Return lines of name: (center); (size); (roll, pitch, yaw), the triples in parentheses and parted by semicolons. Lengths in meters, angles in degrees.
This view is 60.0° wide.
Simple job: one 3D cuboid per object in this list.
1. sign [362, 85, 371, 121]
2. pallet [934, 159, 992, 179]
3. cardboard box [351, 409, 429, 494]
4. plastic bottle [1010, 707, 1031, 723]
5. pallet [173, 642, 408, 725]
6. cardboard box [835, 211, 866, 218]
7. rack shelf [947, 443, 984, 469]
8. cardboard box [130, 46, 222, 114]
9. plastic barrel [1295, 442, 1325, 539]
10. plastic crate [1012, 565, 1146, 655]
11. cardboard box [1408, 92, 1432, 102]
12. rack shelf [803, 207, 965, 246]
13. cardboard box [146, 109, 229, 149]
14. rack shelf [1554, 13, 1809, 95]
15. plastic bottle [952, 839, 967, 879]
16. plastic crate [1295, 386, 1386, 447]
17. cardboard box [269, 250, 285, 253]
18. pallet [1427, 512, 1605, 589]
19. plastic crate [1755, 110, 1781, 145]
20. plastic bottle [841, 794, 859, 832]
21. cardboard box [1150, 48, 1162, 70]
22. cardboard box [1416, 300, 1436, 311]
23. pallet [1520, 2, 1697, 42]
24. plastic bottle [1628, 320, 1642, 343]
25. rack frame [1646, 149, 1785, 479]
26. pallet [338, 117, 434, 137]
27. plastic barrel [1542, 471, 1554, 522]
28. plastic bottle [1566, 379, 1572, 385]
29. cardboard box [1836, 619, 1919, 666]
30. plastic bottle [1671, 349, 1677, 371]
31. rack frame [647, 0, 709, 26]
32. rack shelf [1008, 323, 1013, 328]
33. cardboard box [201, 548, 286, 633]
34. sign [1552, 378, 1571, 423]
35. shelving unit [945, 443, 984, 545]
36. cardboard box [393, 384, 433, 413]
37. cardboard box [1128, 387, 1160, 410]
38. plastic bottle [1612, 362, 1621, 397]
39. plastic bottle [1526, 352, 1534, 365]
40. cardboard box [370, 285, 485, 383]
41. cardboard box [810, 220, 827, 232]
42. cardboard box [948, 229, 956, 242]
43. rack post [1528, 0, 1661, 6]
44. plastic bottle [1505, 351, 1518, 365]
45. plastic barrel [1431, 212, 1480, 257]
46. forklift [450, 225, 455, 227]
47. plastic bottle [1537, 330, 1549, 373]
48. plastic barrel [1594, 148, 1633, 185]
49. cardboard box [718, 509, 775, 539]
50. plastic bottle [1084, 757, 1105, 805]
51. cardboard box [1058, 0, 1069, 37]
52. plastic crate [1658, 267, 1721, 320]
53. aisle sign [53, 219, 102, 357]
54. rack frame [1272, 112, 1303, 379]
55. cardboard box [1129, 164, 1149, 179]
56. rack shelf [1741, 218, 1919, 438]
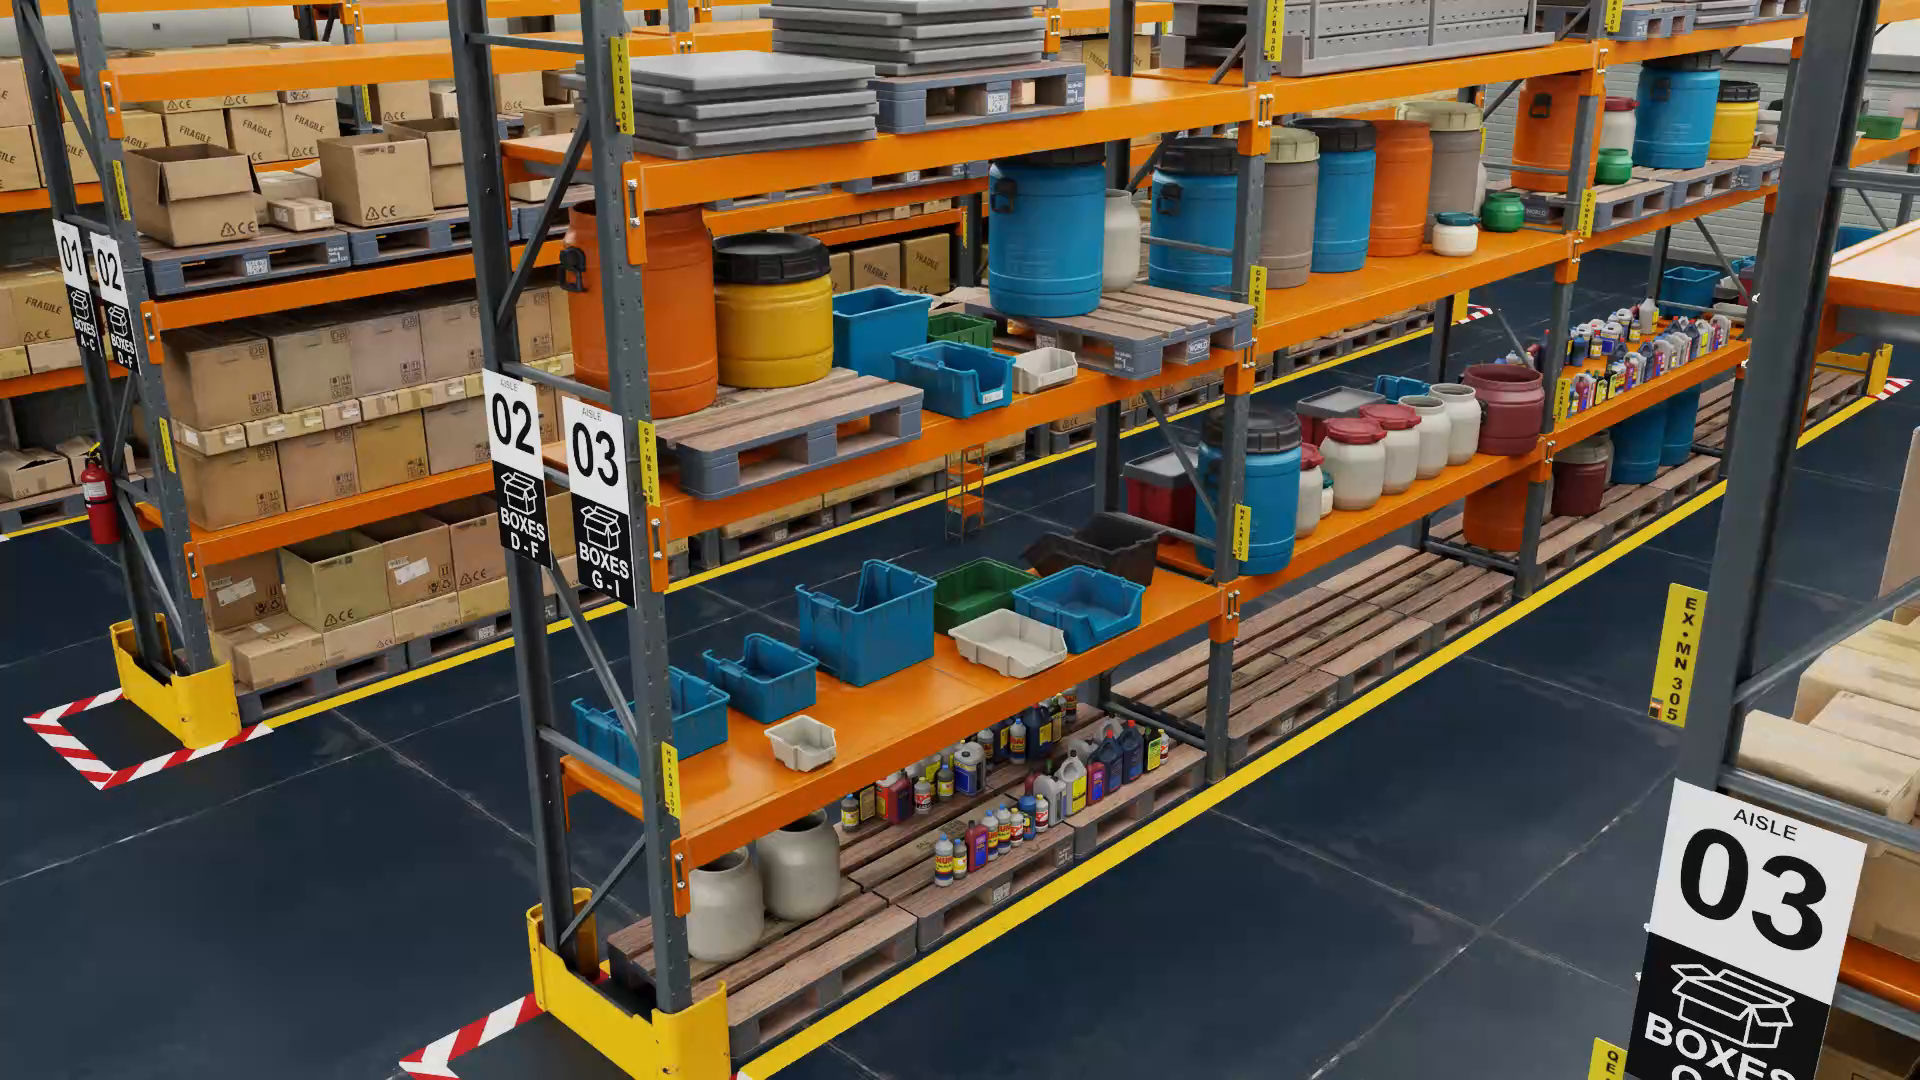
sign: (-5.486, -4.039, 15.363); (0.100, 0.325, 0.005); (19, 28, 41)
pallet: (0.053, -3.436, 14.778); (1.003, 0.211, 1.213); (-19, 28, -40)
cardboard box: (-4.070, -0.691, 11.413); (0.700, 0.500, 0.500); (19, 28, 41)
plastic bottle: (0.358, 1.082, 10.018); (0.185, 0.351, 0.144); (-19, 28, -41)
pallet: (-4.615, 0.830, 11.483); (1.003, 0.211, 1.213); (19, 28, 41)
cardboard box: (-1.490, -4.211, 20.130); (0.500, 0.500, 0.500); (-19, 28, -41)
rack shelf: (0.037, -0.759, 13.686); (0.215, 0.259, 0.240); (19, 28, 41)
cardboard box: (-6.767, -3.978, 14.362); (0.500, 0.500, 0.500); (18, 27, 39)
plastic barrel: (2.043, -0.307, 10.364); (0.433, 0.535, 0.433); (0, 21, 0)
plastic crate: (0.641, 0.370, 9.001); (0.499, 0.251, 0.616); (19, 28, 41)
cardboard box: (5.178, -5.252, 19.448); (0.500, 0.250, 0.500); (19, 28, 41)
rack shelf: (-1.694, -3.738, 20.484); (1.077, 0.370, 4.000); (19, 28, 41)
cardboard box: (-6.776, -3.518, 14.559); (0.500, 0.500, 0.500); (18, 27, 39)
rack shelf: (5.404, -3.872, 13.029); (1.077, 0.370, 4.000); (19, 28, 41)
plastic bottle: (-0.012, 1.662, 8.718); (0.097, 0.201, 0.097); (0, 21, 0)
plastic crate: (2.662, -0.772, 11.674); (0.402, 0.464, 0.583); (19, 28, 41)
cardboard box: (-6.332, -2.493, 15.376); (0.500, 0.500, 0.500); (19, 28, 40)
pallet: (4.529, 0.008, 13.621); (1.003, 0.211, 1.213); (19, 28, 41)
plastic crate: (7.822, -3.989, 16.119); (0.437, 0.282, 0.530); (19, 28, 41)
plastic bottle: (-0.605, 1.495, 9.153); (0.097, 0.201, 0.097); (0, 21, 0)
cardboard box: (1.920, -4.584, 16.638); (0.600, 0.600, 0.600); (18, 27, 39)
cardboard box: (5.840, -3.215, 20.990); (0.500, 0.500, 0.500); (19, 28, 41)
pallet: (4.534, -3.784, 12.058); (1.213, 0.211, 1.003); (19, 28, 41)
plastic bottle: (6.050, -1.872, 14.902); (0.097, 0.201, 0.097); (0, 21, 0)
rack frame: (6.799, -2.109, 15.242); (1.000, 3.000, 0.127); (19, 28, 41)
pallet: (-5.373, -3.976, 16.182); (1.213, 0.211, 1.003); (19, 28, 41)
plastic barrel: (4.668, -0.413, 13.712); (0.421, 0.512, 0.421); (0, 21, 0)
plastic bottle: (4.763, -1.163, 13.059); (0.097, 0.201, 0.097); (0, 21, 0)
cardboard box: (2.483, 0.344, 4.333); (0.380, 0.149, 0.250); (19, 28, 41)
plastic bottle: (5.994, -1.539, 14.036); (0.097, 0.201, 0.097); (0, 21, 0)
rack frame: (-3.089, -6.360, 17.941); (1.000, 3.000, 0.127); (19, 28, 41)
rack shelf: (-0.933, -1.471, 14.586); (1.077, 0.370, 4.000); (19, 28, 41)
cardboard box: (-4.957, 0.260, 11.280); (0.500, 0.500, 0.500); (19, 28, 41)
sign: (4.408, -1.021, 12.184); (0.100, 0.325, 0.005); (19, 28, 41)
shelving unit: (0.037, -0.504, 13.784); (0.215, 1.050, 0.252); (19, 28, 41)
cardboard box: (-3.793, -0.993, 11.295); (0.380, 0.149, 0.250); (19, 28, 40)
cardboard box: (1.699, -1.669, 16.968); (0.500, 0.500, 0.500); (19, 28, 40)
plastic bottle: (5.220, -1.286, 13.281); (0.097, 0.271, 0.097); (0, 21, 0)
plastic bottle: (4.715, -1.458, 13.826); (0.097, 0.201, 0.097); (0, 21, 0)
cardboard box: (-3.683, -1.443, 11.561); (0.700, 0.500, 0.500); (19, 28, 41)
cardboard box: (-1.816, -3.816, 20.007); (0.250, 0.149, 0.380); (-20, 28, -41)
cardboard box: (0.053, -4.099, 22.415); (0.380, 0.149, 0.250); (19, 28, 40)
rack post: (4.485, -4.042, 12.015); (0.954, 0.300, 0.937); (19, 28, 41)
plastic bottle: (4.512, -1.416, 13.618); (0.097, 0.271, 0.097); (0, 21, 0)
plastic barrel: (3.289, -2.031, 11.051); (0.301, 0.262, 0.301); (0, 21, 0)
forklift: (-3.652, -1.965, 14.963); (1.130, 2.935, 3.031); (14, 25, 32)
plastic bottle: (4.924, -1.593, 13.967); (0.144, 0.351, 0.185); (19, 28, 41)
plastic barrel: (4.913, -2.819, 12.540); (0.294, 0.245, 0.294); (0, 21, 0)
cardboard box: (-1.869, -0.247, 13.646); (0.500, 0.250, 0.500); (18, 28, 39)
plastic bottle: (0.758, 1.350, 9.417); (0.133, 0.283, 0.061); (-18, 27, -39)
cardboard box: (1.094, -6.886, 21.930); (0.500, 0.500, 0.500); (19, 28, 41)
plastic crate: (6.881, -2.335, 15.768); (0.392, 0.384, 0.575); (19, 28, 41)
aisle sign: (-5.375, -1.535, 10.125); (0.394, 0.787, 0.004); (19, 28, 41)
rack frame: (3.253, -3.349, 18.470); (1.000, 3.000, 0.127); (19, 28, 41)
cardboard box: (2.143, -5.623, 23.967); (0.700, 0.700, 0.980); (-19, 28, -40)
rack shelf: (3.372, -0.761, 4.382); (1.077, 0.370, 4.000); (19, 28, 41)
